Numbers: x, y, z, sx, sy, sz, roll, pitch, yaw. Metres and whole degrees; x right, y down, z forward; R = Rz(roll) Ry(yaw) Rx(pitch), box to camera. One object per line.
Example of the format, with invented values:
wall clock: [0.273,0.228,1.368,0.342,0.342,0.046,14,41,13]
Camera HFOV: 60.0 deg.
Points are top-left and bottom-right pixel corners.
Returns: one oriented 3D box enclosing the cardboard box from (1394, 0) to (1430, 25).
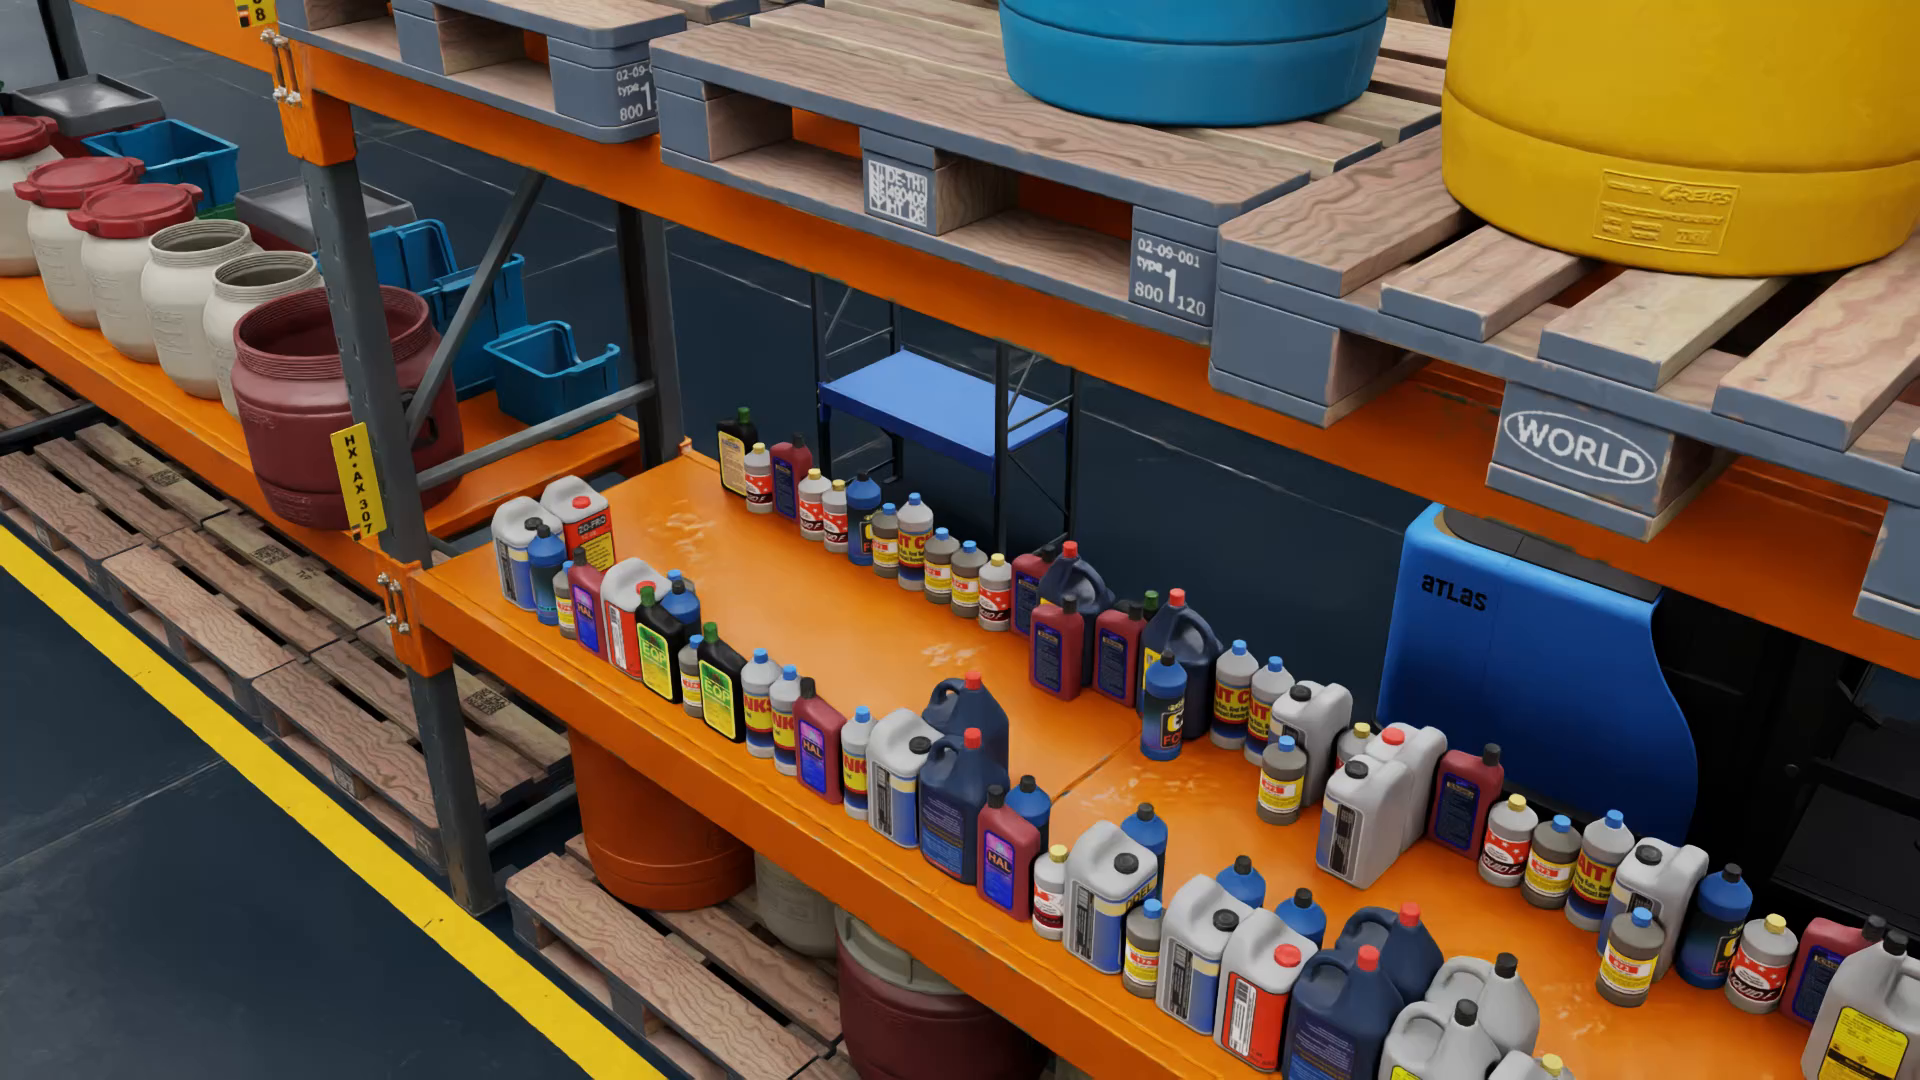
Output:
cardboard box: [3.768,-3.986,12.959,0.500,0.500,0.700,26,39,36]

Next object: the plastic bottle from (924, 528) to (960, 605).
plastic bottle: [-0.048,0.062,4.431,0.097,0.201,0.097,0,31,0]

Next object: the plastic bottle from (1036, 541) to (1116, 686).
plastic bottle: [0.285,0.169,4.108,0.185,0.351,0.144,25,39,35]

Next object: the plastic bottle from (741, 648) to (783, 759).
plastic bottle: [-0.454,0.370,3.852,0.097,0.271,0.097,0,31,0]

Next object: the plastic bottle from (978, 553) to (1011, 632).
plastic bottle: [0.097,0.129,4.320,0.097,0.201,0.097,0,31,0]

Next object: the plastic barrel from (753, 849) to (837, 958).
plastic barrel: [-0.386,0.915,4.827,0.421,0.512,0.421,0,31,0]

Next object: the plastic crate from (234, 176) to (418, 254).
plastic crate: [-2.232,-0.999,5.939,0.583,0.464,0.402,25,39,35]

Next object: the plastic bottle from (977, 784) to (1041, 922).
plastic bottle: [0.099,0.636,3.399,0.133,0.283,0.061,25,39,35]

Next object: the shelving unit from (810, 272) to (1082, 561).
shelving unit: [-0.063,-0.672,6.912,1.048,1.500,0.538,25,39,35]

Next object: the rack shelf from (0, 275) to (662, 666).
rack shelf: [-2.722,-0.679,6.168,4.000,0.370,1.077,25,39,35]

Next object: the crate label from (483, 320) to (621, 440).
crate label: [-1.300,-0.513,5.356,0.416,0.233,0.303,25,39,35]

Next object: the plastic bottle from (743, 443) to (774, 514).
plastic bottle: [-0.579,-0.186,4.844,0.097,0.201,0.097,0,31,0]

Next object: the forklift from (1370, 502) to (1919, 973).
forklift: [2.872,-0.106,4.584,3.031,2.935,1.130,22,37,32]

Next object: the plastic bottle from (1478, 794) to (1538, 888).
plastic bottle: [1.156,0.624,3.498,0.097,0.201,0.097,0,31,0]

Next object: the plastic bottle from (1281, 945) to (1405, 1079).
plastic bottle: [0.689,0.853,2.972,0.185,0.351,0.144,25,39,35]

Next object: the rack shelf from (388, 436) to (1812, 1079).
rack shelf: [0.244,0.705,3.868,4.000,0.370,1.077,25,39,35]

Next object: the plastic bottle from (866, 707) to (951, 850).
plastic bottle: [-0.107,0.511,3.613,0.135,0.276,0.152,25,39,35]

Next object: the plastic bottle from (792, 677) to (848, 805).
plastic bottle: [-0.309,0.445,3.715,0.133,0.283,0.061,25,39,35]

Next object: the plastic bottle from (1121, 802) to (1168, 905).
plastic bottle: [0.371,0.649,3.388,0.097,0.271,0.097,0,31,0]

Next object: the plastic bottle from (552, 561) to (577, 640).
plastic bottle: [-0.995,0.147,4.289,0.097,0.201,0.097,0,31,0]

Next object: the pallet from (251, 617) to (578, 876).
pallet: [-1.787,0.616,6.021,1.213,0.211,1.003,25,39,35]

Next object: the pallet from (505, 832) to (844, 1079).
pallet: [-0.626,1.156,5.125,1.213,0.211,1.003,25,39,35]

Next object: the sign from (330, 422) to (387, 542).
sign: [-1.603,-0.152,4.437,0.005,0.325,0.100,25,39,35]

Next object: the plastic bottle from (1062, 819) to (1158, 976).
plastic bottle: [0.301,0.702,3.297,0.135,0.276,0.152,25,39,35]

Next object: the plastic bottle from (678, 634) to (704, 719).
plastic bottle: [-0.626,0.320,4.003,0.097,0.201,0.097,0,31,0]

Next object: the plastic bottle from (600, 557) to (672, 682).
plastic bottle: [-0.792,0.191,4.144,0.135,0.276,0.152,25,39,35]

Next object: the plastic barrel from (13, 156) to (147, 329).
plastic barrel: [-3.099,-1.069,5.986,0.433,0.535,0.433,0,31,0]

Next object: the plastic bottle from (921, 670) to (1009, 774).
plastic bottle: [0.011,0.431,3.673,0.185,0.351,0.144,25,39,35]

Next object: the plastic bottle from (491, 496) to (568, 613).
plastic bottle: [-1.135,0.031,4.410,0.135,0.276,0.152,25,39,35]

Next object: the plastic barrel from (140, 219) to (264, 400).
plastic barrel: [-2.457,-0.763,5.501,0.421,0.512,0.421,0,31,0]

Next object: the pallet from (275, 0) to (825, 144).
pallet: [-0.737,-1.197,3.605,1.213,0.211,1.003,25,39,35]

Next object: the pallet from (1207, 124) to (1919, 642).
pallet: [1.080,-0.349,2.196,1.003,0.211,1.213,25,39,35]

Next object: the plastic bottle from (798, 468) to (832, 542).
plastic bottle: [-0.408,-0.107,4.711,0.097,0.201,0.097,0,31,0]

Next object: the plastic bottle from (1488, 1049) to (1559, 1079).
plastic bottle: [0.947,1.003,2.796,0.135,0.276,0.152,25,39,35]

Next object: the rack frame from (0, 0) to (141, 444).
rack frame: [-4.205,-1.680,7.132,0.127,3.000,1.000,25,39,35]

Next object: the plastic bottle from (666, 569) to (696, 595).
plastic bottle: [-0.722,0.169,4.253,0.097,0.201,0.097,0,31,0]

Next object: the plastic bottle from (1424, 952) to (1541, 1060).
plastic bottle: [0.922,0.862,2.958,0.185,0.351,0.144,25,39,35]

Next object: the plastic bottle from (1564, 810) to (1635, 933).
plastic bottle: [1.300,0.661,3.368,0.097,0.271,0.097,0,31,0]

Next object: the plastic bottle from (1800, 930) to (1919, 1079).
plastic bottle: [1.653,0.850,2.977,0.185,0.351,0.144,25,39,35]

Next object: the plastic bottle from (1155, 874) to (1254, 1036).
plastic bottle: [0.473,0.782,3.163,0.135,0.276,0.152,25,39,35]

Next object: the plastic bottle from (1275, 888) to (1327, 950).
plastic bottle: [0.643,0.776,3.177,0.097,0.271,0.097,0,31,0]

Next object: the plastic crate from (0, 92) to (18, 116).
plastic crate: [-4.507,-1.883,7.530,0.504,0.338,0.767,25,39,35]

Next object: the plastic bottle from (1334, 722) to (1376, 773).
plastic bottle: [0.885,0.497,3.708,0.097,0.201,0.097,0,31,0]

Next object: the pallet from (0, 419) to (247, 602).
pallet: [-3.596,-0.228,7.424,1.213,0.211,1.003,25,39,35]

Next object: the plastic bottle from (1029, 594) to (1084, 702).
plastic bottle: [0.235,0.246,4.046,0.133,0.283,0.061,25,39,35]

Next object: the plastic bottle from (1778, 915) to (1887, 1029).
plastic bottle: [1.642,0.803,3.121,0.133,0.283,0.061,25,39,35]

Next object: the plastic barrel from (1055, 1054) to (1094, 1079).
plastic barrel: [0.451,1.306,4.178,0.421,0.512,0.421,0,31,0]

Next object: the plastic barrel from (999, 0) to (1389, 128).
plastic barrel: [0.359,-1.123,2.405,0.708,0.901,0.600,25,39,35]

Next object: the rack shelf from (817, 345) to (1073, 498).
rack shelf: [-0.063,-0.518,7.005,1.000,0.185,0.538,25,39,35]

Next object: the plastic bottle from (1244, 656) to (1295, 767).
plastic bottle: [0.713,0.387,3.824,0.097,0.271,0.097,0,31,0]

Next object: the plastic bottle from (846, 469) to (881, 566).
plastic bottle: [-0.264,-0.069,4.581,0.097,0.271,0.097,0,31,0]

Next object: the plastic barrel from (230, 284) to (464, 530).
plastic barrel: [-1.786,-0.398,4.871,0.708,0.536,0.600,25,39,35]

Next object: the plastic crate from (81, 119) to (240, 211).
plastic crate: [-3.178,-1.410,6.699,0.575,0.384,0.392,25,39,35]

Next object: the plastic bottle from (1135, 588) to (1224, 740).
plastic bottle: [0.521,0.279,3.925,0.185,0.351,0.144,25,39,35]

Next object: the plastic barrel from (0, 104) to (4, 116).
plastic barrel: [-4.122,-1.645,6.588,0.708,0.901,0.600,25,39,35]

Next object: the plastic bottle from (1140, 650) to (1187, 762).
plastic bottle: [0.472,0.375,3.844,0.097,0.271,0.097,0,31,0]

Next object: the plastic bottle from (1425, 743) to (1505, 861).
plastic bottle: [1.083,0.542,3.555,0.133,0.283,0.061,25,39,35]

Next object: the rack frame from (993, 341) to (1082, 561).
rack frame: [0.314,-0.496,6.620,0.032,1.500,0.500,25,39,35]

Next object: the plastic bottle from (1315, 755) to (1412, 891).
plastic bottle: [0.851,0.574,3.508,0.135,0.276,0.152,25,39,35]

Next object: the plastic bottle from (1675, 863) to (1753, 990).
plastic bottle: [1.472,0.741,3.235,0.097,0.271,0.097,0,31,0]
